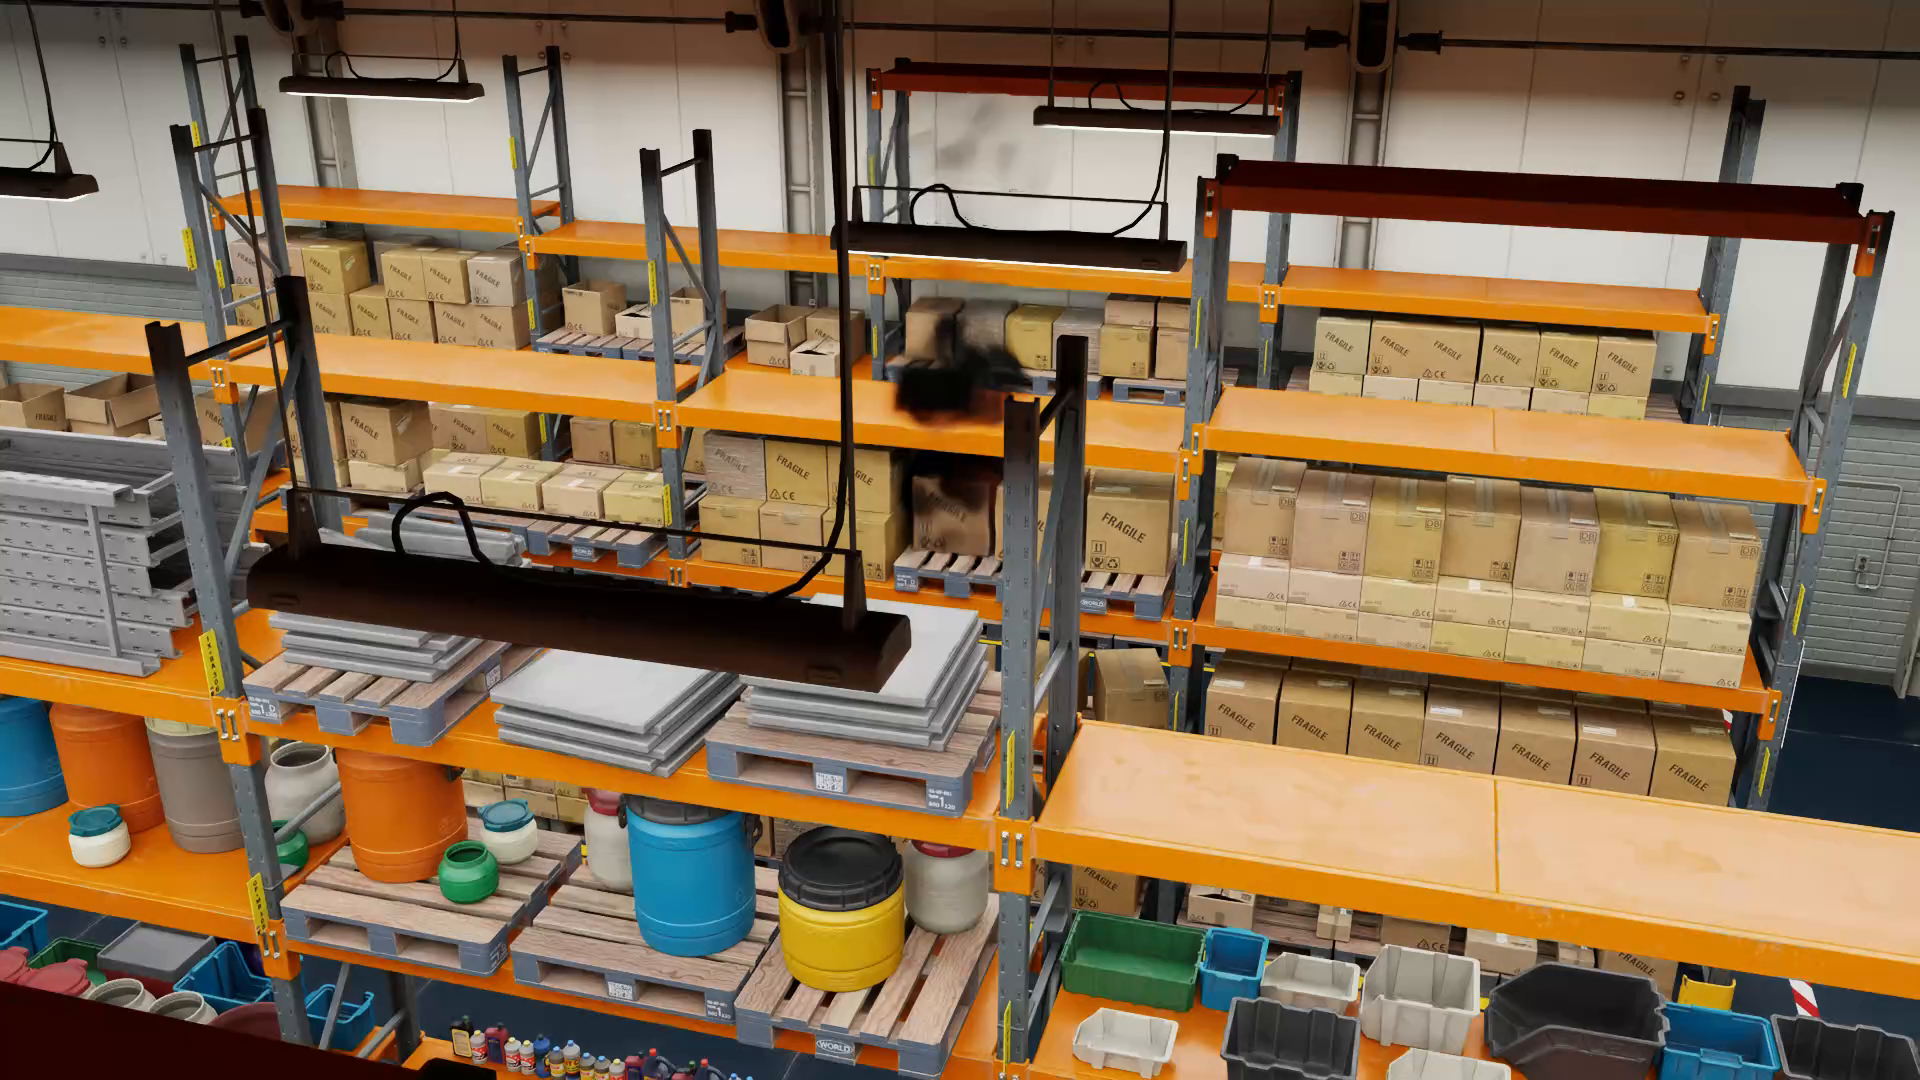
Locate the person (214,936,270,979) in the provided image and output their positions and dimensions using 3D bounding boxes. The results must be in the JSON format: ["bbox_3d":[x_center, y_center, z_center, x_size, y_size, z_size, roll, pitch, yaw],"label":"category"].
[{"bbox_3d":[-5.299,2.774,11.955,0.764,1.706,0.576,7,23,16],"label":"person"}]
